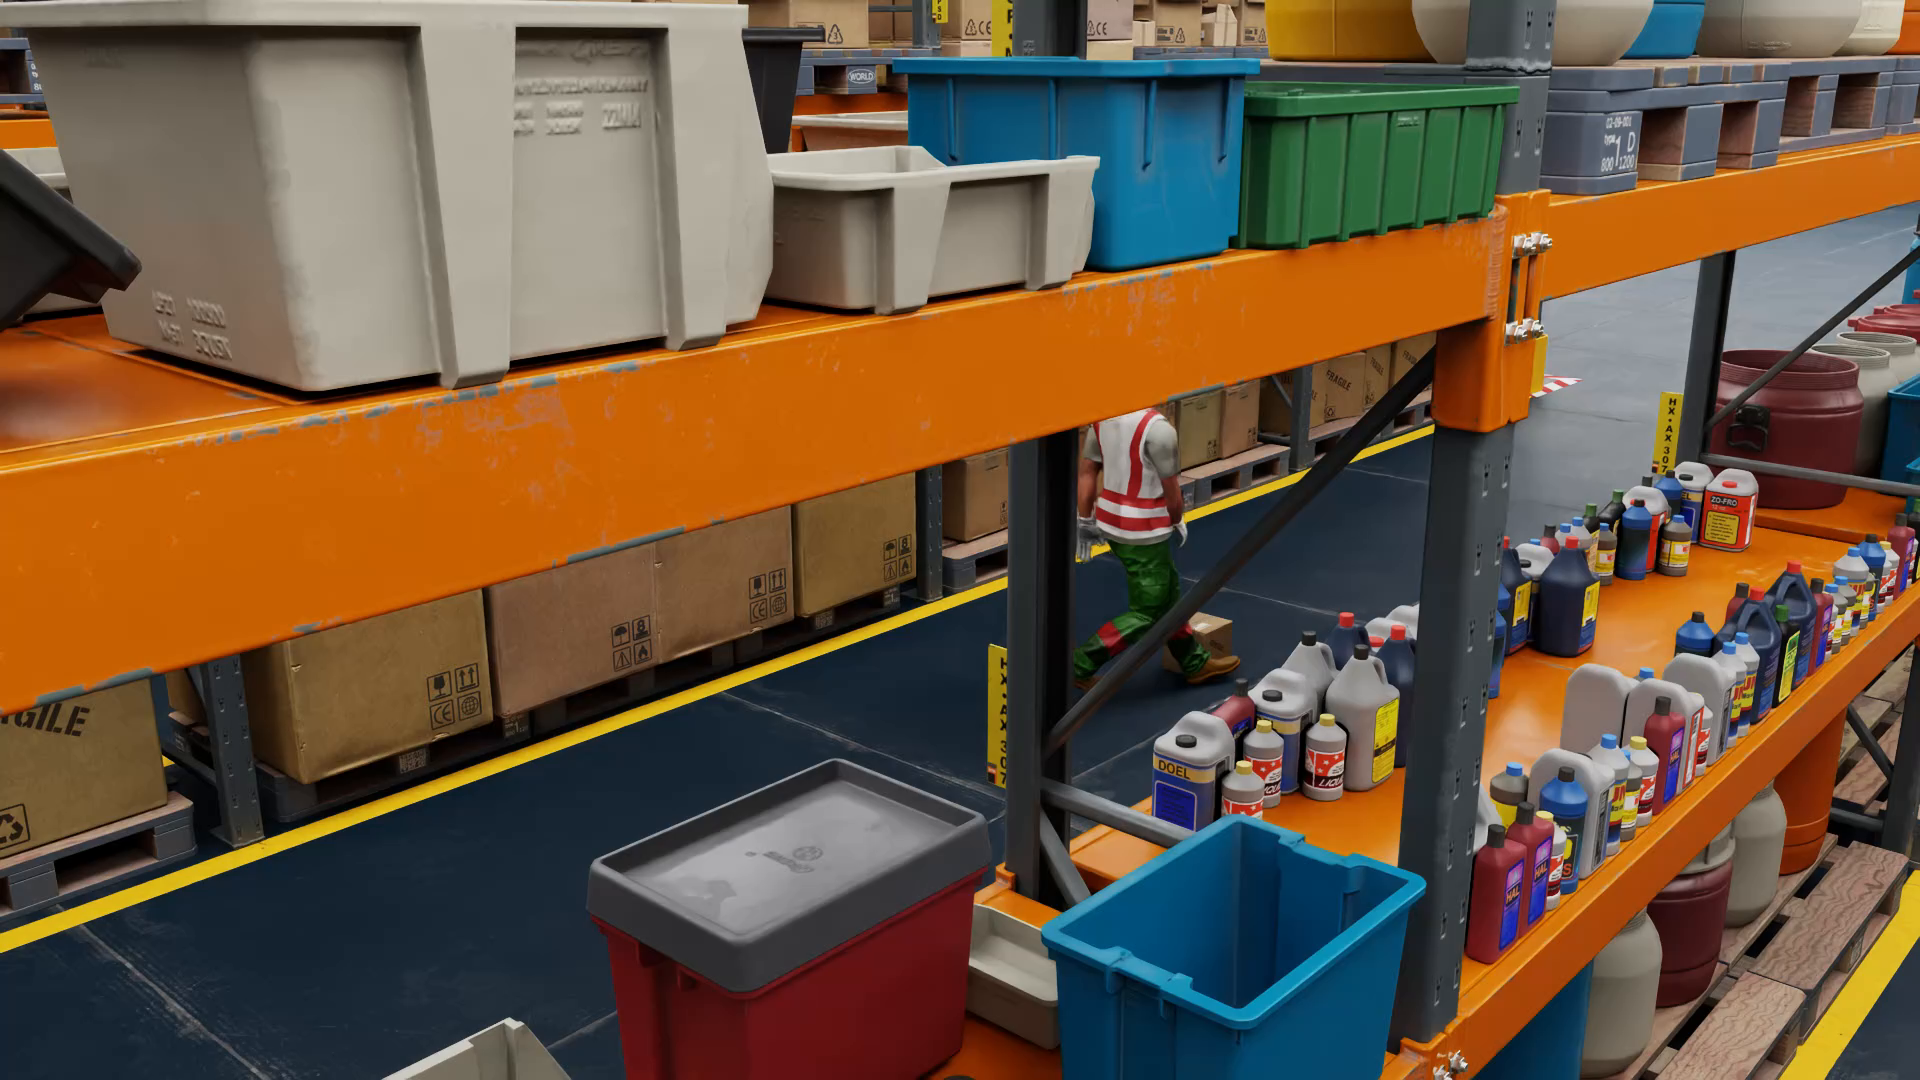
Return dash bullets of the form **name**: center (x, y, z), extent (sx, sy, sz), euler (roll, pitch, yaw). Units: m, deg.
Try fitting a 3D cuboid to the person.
- **person**: center (0.905, -0.073, 7.900), extent (1.071, 1.713, 0.506), euler (-8, 18, -24)
